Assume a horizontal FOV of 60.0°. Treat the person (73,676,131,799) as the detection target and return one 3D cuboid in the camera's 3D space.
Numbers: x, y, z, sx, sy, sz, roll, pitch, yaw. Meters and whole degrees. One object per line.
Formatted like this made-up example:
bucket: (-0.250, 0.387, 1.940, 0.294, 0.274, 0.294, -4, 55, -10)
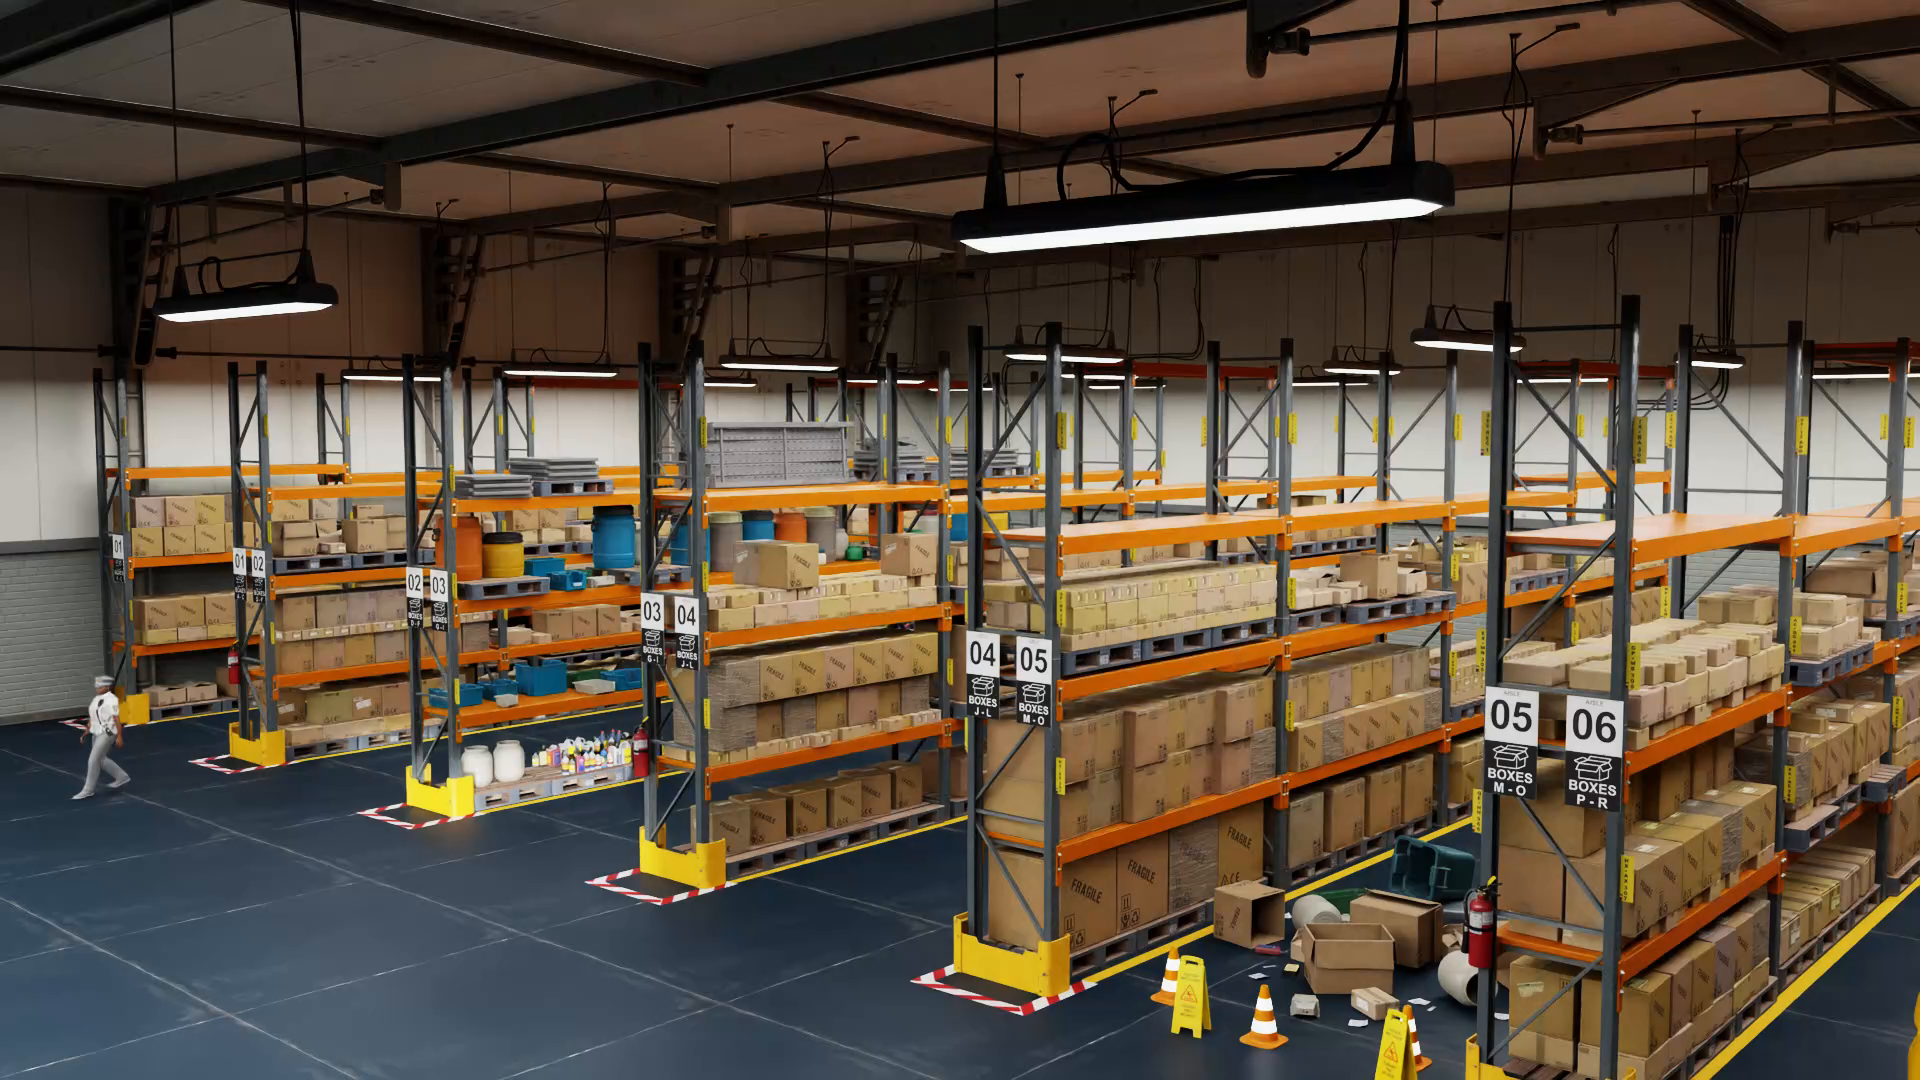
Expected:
person: (-11.765, 2.676, 22.786, 0.534, 1.640, 0.820, 3, 5, 34)
